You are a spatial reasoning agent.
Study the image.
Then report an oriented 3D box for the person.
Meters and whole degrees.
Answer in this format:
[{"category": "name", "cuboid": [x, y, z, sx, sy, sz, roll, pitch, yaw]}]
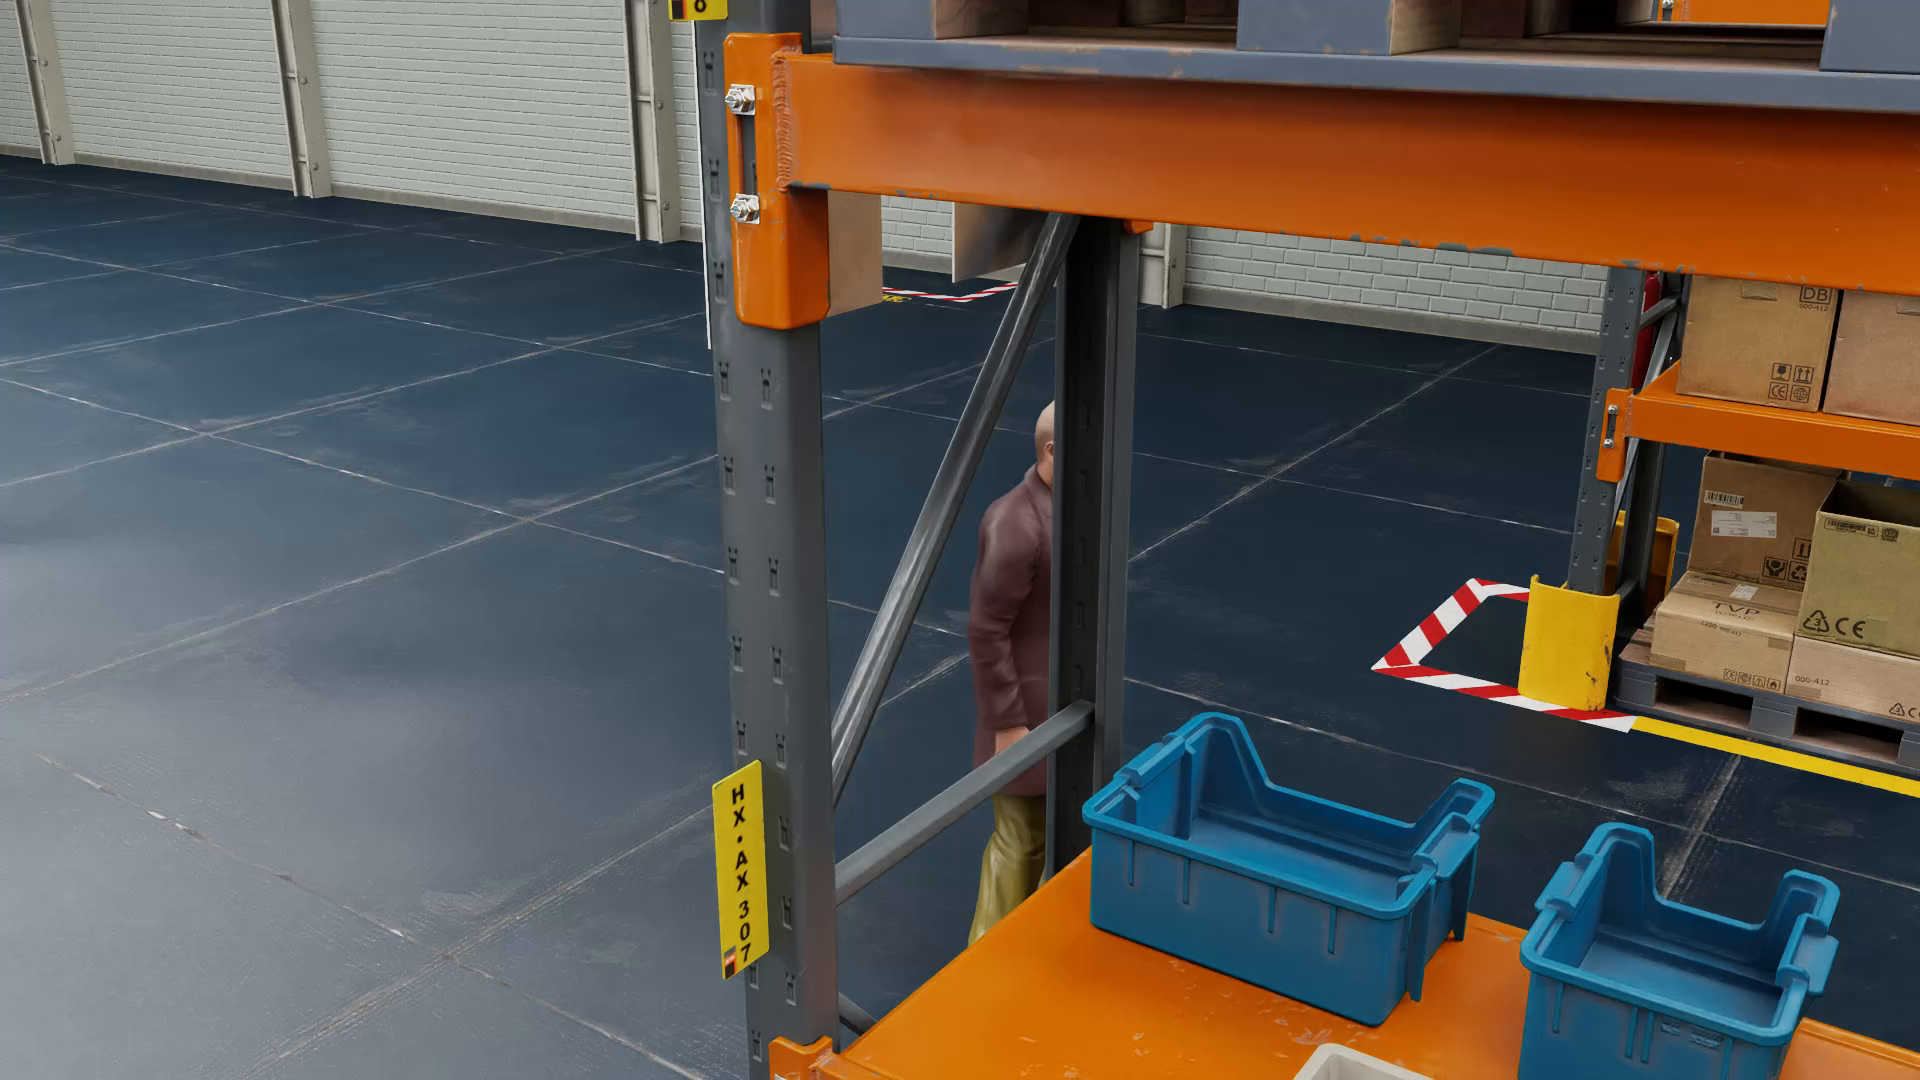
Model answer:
[{"category": "person", "cuboid": [0.249, 0.451, 4.822, 0.429, 1.772, 0.649, 11, 22, 29]}]
